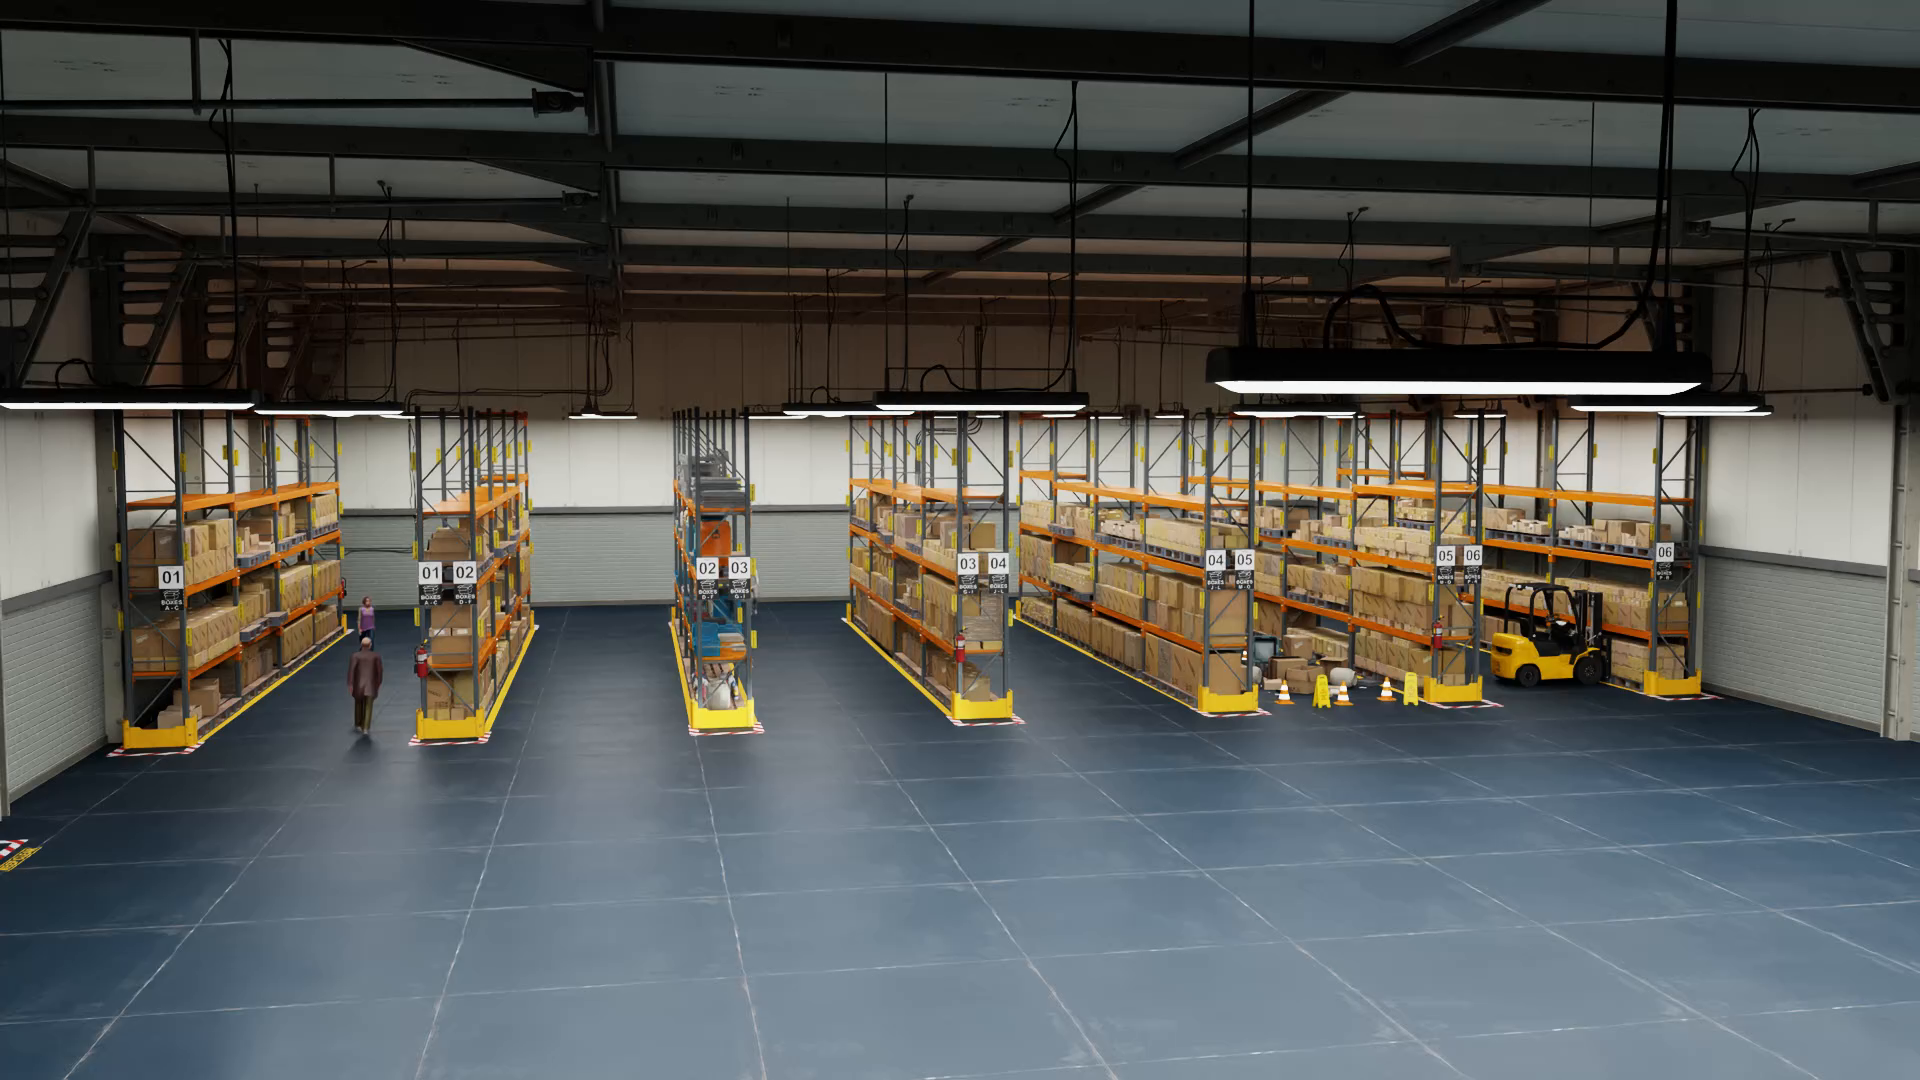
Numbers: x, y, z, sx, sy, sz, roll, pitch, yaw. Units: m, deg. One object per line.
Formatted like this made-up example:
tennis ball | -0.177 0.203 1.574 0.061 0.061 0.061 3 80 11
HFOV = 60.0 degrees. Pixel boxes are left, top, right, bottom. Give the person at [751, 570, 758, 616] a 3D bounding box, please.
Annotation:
person | -6.155 1.434 49.068 0.434 1.617 0.449 -1 4 -12

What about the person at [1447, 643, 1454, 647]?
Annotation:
person | 11.461 2.067 39.066 0.593 1.778 0.433 -3 5 -32

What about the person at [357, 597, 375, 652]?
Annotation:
person | -14.115 2.117 39.522 0.399 1.552 0.889 -2 4 -22

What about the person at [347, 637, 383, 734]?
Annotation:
person | -10.936 2.650 30.628 0.606 1.737 0.965 -1 4 -14
